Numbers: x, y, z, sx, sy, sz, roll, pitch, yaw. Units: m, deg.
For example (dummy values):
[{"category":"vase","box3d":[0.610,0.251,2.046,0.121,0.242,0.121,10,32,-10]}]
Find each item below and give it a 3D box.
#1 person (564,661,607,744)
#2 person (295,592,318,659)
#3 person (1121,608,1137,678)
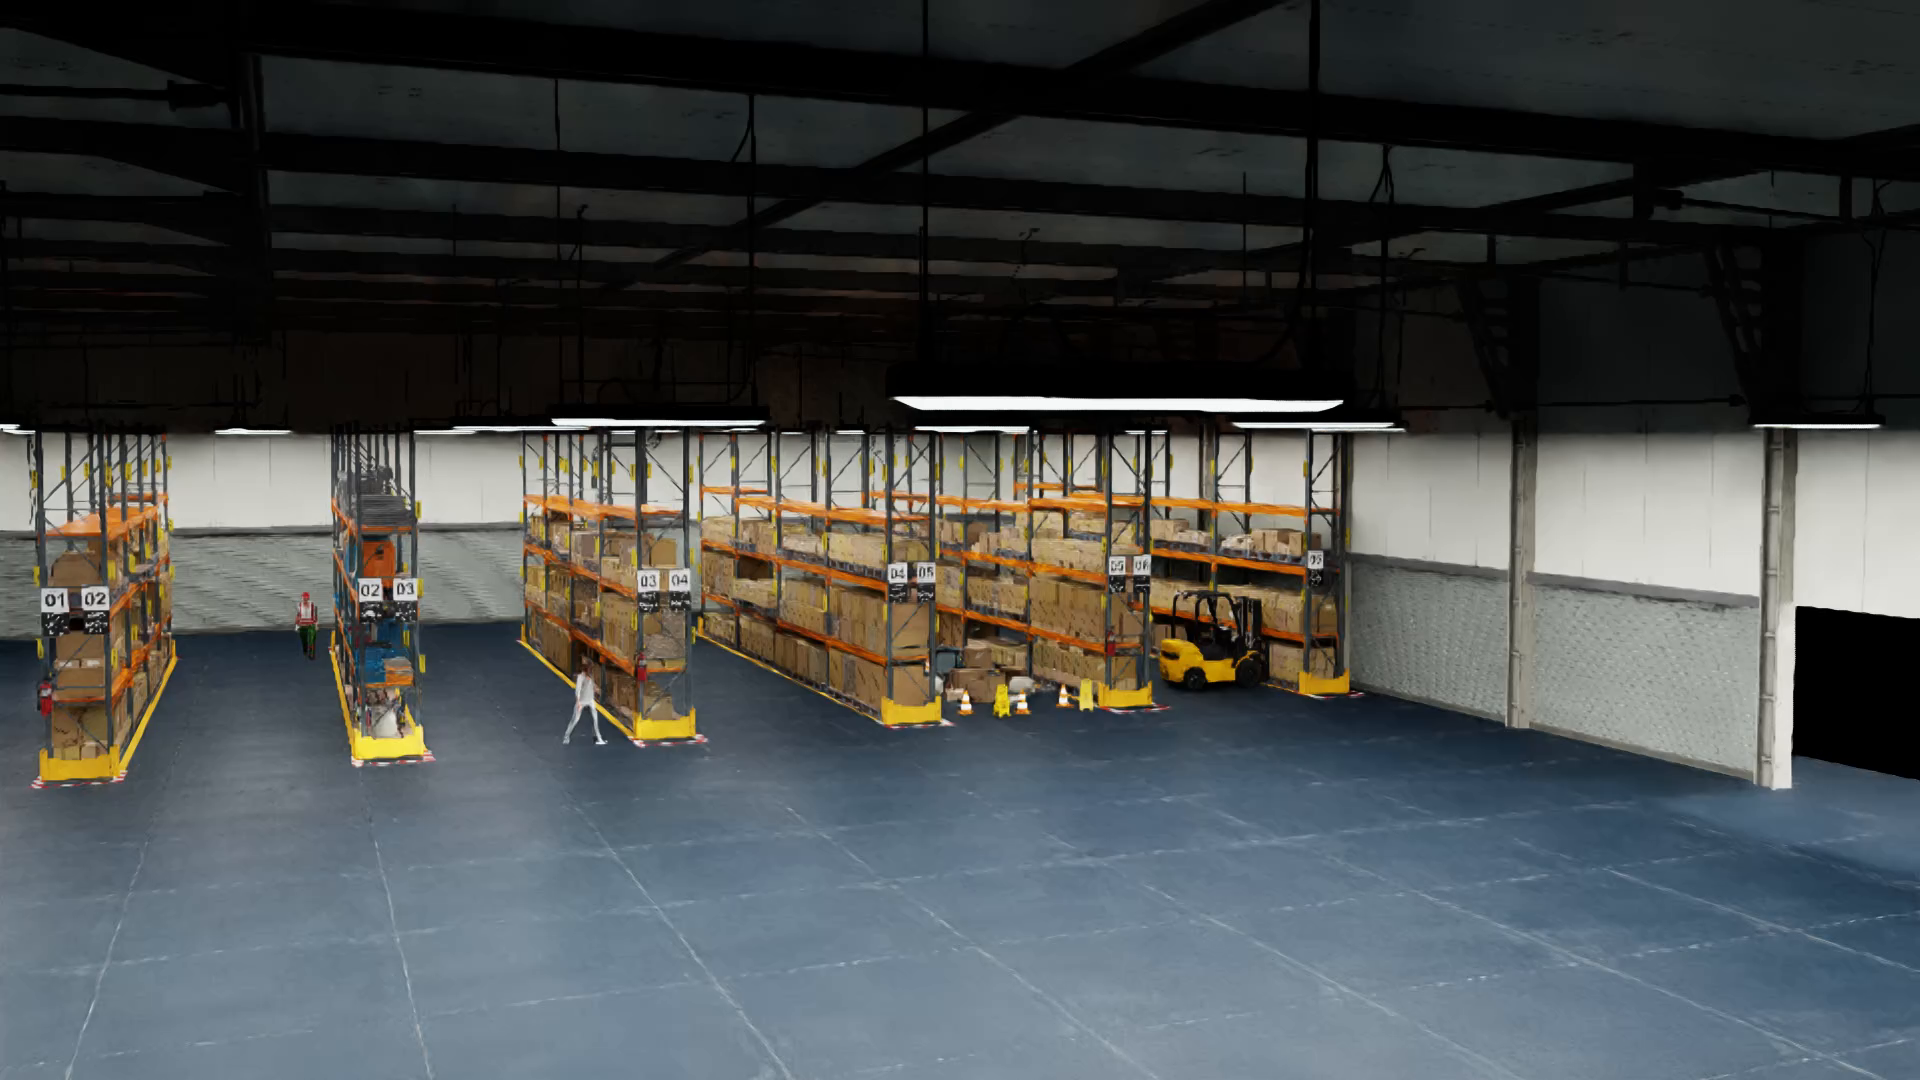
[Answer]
[{"category":"person","box3d":[-6.978,3.009,30.781,0.863,1.562,0.480,3,5,40]},{"category":"person","box3d":[-16.822,2.180,42.811,0.553,1.709,1.123,-1,4,-19]},{"category":"person","box3d":[3.909,2.438,39.214,0.524,1.665,0.569,0,4,4]}]
